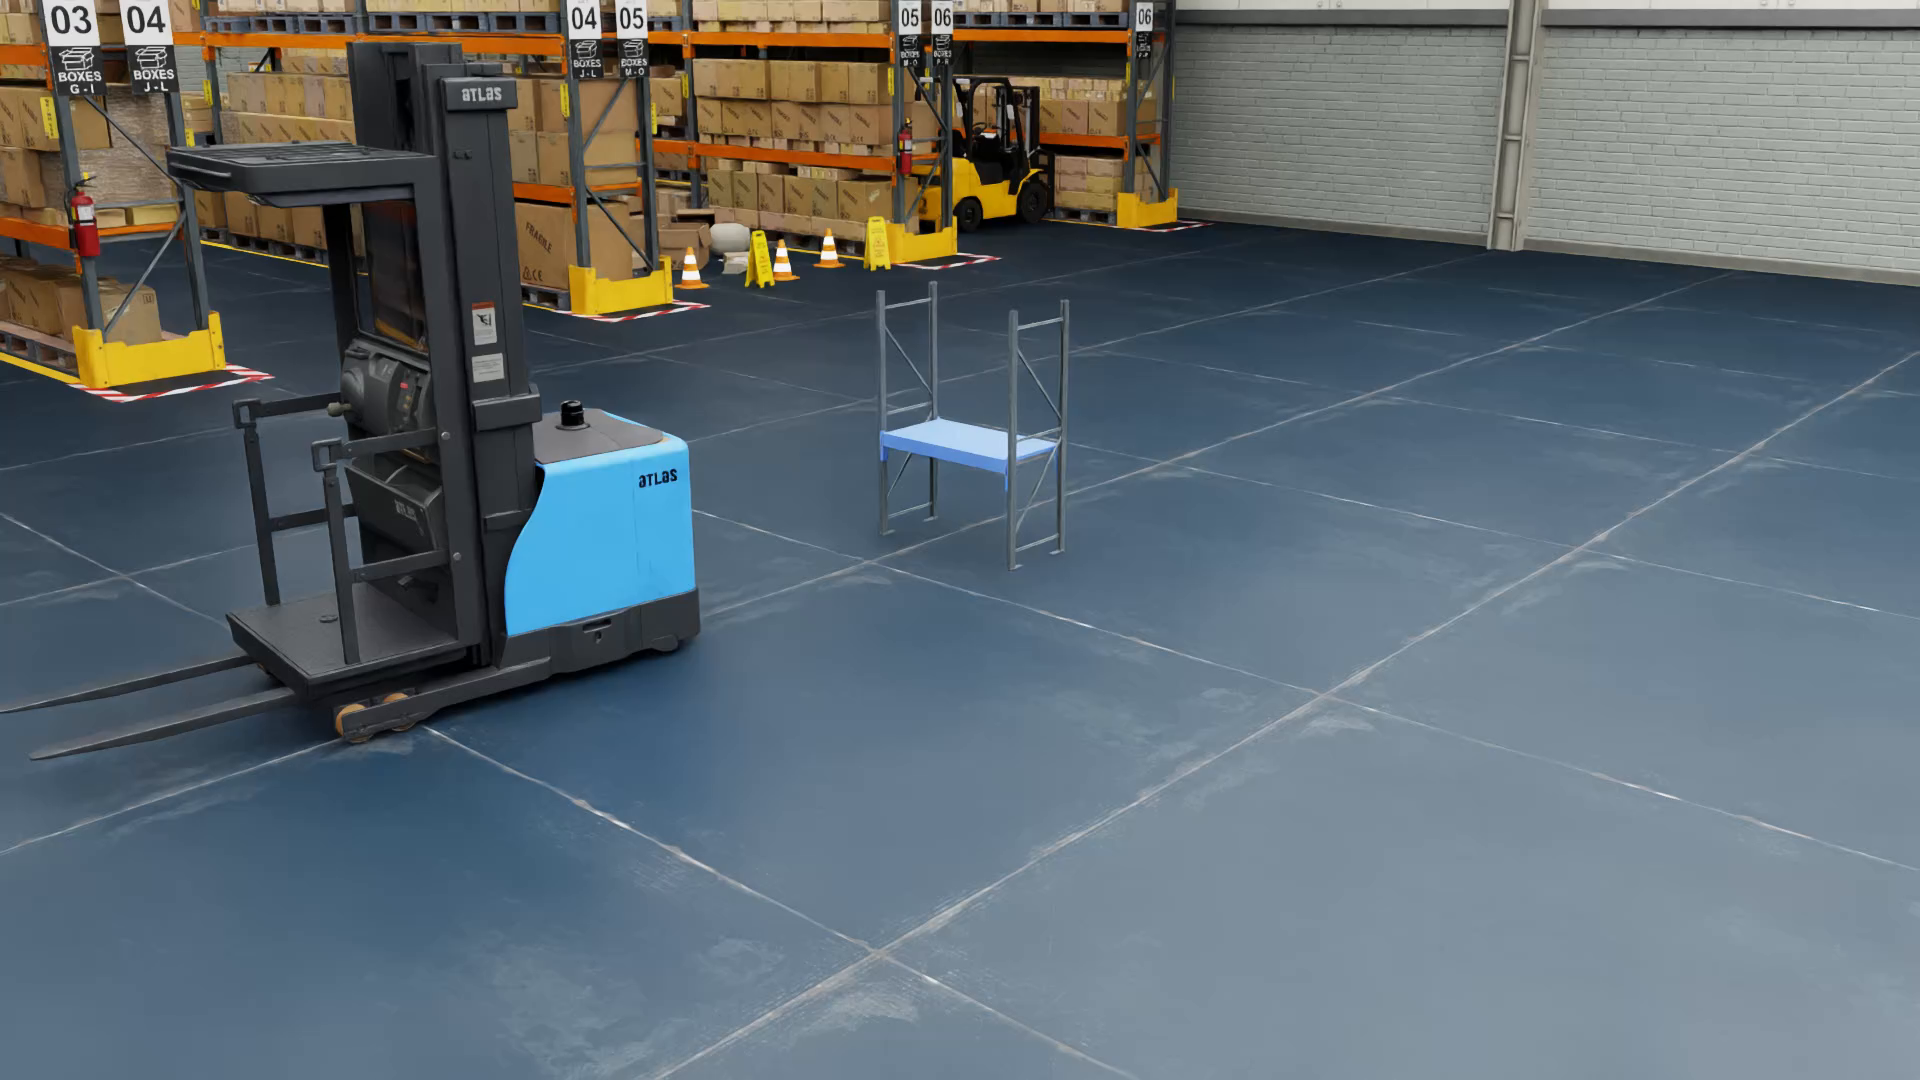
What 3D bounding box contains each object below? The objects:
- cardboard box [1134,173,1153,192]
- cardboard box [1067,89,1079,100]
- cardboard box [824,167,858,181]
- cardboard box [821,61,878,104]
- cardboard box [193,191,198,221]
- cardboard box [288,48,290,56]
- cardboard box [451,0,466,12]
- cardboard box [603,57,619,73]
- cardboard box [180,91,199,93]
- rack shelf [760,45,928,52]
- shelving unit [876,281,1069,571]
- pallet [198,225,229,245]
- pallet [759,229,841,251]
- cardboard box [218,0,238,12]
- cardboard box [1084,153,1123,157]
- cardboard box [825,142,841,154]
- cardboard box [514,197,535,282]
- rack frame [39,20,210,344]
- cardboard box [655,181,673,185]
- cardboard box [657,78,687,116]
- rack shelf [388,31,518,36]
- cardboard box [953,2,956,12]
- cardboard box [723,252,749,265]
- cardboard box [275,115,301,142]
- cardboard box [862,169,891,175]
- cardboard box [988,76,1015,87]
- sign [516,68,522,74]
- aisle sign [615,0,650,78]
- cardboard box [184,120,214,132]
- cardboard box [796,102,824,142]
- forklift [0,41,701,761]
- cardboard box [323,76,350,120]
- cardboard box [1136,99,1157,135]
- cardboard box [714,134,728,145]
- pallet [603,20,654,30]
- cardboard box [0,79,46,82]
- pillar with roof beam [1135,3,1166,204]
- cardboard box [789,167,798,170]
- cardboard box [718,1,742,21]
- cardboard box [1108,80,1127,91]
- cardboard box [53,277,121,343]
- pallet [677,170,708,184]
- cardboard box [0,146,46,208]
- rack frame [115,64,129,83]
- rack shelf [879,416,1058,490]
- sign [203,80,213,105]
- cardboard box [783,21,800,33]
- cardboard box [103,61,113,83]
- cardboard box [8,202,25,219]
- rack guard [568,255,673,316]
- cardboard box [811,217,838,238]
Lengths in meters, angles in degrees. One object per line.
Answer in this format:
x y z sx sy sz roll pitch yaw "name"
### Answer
2.606 -5.501 25.510 0.500 0.250 0.500 16 23 40 "cardboard box"
1.832 -6.757 25.207 0.250 0.149 0.380 15 23 39 "cardboard box"
-1.564 -4.824 21.893 0.250 0.149 0.380 16 24 41 "cardboard box"
-1.373 -5.930 21.528 0.500 0.500 0.700 15 23 40 "cardboard box"
-10.717 -4.760 23.591 0.500 0.500 0.500 16 24 41 "cardboard box"
-12.114 -8.983 30.568 0.250 0.149 0.380 16 23 41 "cardboard box"
-5.296 -5.822 18.094 0.250 0.149 0.380 15 23 40 "cardboard box"
-7.093 -9.428 33.376 0.500 0.500 0.500 14 23 38 "cardboard box"
-11.253 -6.442 24.190 0.250 0.149 0.380 14 22 37 "cardboard box"
-1.668 -8.523 28.239 4.000 0.370 1.077 15 23 39 "rack shelf"
0.064 -0.698 9.831 1.048 1.500 0.538 15 23 39 "shelving unit"
-10.249 -4.402 23.633 1.213 0.211 1.003 15 23 39 "pallet"
-2.021 -4.210 23.028 1.213 0.211 1.003 15 23 39 "pallet"
-9.270 -7.014 21.582 0.500 0.311 0.500 15 23 39 "cardboard box"
2.210 -5.836 25.741 0.500 0.250 0.500 15 23 39 "cardboard box"
-1.547 -5.141 21.769 0.250 0.149 0.380 16 23 40 "cardboard box"
-4.893 -3.452 18.849 0.875 0.875 0.875 15 23 38 "cardboard box"
-7.050 -2.865 14.182 0.127 3.000 1.000 15 23 39 "rack frame"
-4.919 -5.246 25.333 0.625 0.372 0.950 16 24 41 "cardboard box"
-3.962 -6.341 23.782 0.500 0.500 0.500 15 23 38 "cardboard box"
-7.952 -8.202 27.228 4.000 0.370 1.077 15 23 39 "rack shelf"
-0.038 -8.433 26.324 0.250 0.149 0.380 16 23 40 "cardboard box"
-2.793 -3.555 21.067 0.380 0.149 0.250 -6 18 -18 "cardboard box"
-8.379 -5.167 21.268 0.500 0.500 0.500 15 23 39 "cardboard box"
-1.145 -6.363 28.433 0.625 0.625 0.875 15 23 39 "cardboard box"
0.658 -7.200 26.110 0.250 0.149 0.380 15 23 38 "cardboard box"
-6.822 -7.139 25.735 0.005 0.325 0.100 15 23 39 "sign"
-3.430 -5.260 17.430 0.004 0.787 0.394 15 23 39 "aisle sign"
-10.340 -5.649 22.674 0.250 0.149 0.380 16 23 40 "cardboard box"
-1.804 -5.546 21.973 0.500 0.500 0.500 15 23 39 "cardboard box"
-2.763 -0.685 7.423 3.031 2.935 1.130 -14 23 -38 "forklift"
-7.435 -5.496 20.652 0.500 0.500 0.700 15 23 38 "cardboard box"
2.634 -6.441 25.284 0.500 0.500 0.500 16 24 41 "cardboard box"
-3.218 -5.616 23.265 0.250 0.149 0.380 16 24 41 "cardboard box"
-4.633 -7.607 24.473 1.003 0.211 1.213 15 23 39 "pallet"
-8.774 -4.106 15.780 0.500 0.500 0.500 15 23 39 "cardboard box"
0.040 -8.461 21.894 0.400 9.000 9.100 15 23 39 "pillar with roof beam"
-2.462 -4.998 23.513 0.500 0.500 0.500 16 23 40 "cardboard box"
-2.925 -7.159 22.508 0.500 0.250 0.500 15 23 39 "cardboard box"
2.412 -6.754 24.706 0.250 0.149 0.380 15 23 39 "cardboard box"
-7.976 -2.116 15.257 0.500 0.500 0.500 -11 21 -31 "cardboard box"
-4.605 -6.912 31.542 1.213 0.211 1.003 15 23 39 "pallet"
-7.897 -3.245 14.720 0.500 0.500 0.875 15 23 39 "cardboard box"
-12.657 -6.377 25.246 0.127 3.000 1.000 15 23 39 "rack frame"
0.064 -0.526 9.885 1.000 0.185 0.538 15 23 39 "rack shelf"
-10.019 -5.963 22.159 0.005 0.325 0.100 15 23 39 "sign"
-2.103 -6.724 21.797 0.250 0.149 0.380 15 23 39 "cardboard box"
-13.189 -7.076 25.139 0.500 0.500 0.500 14 22 37 "cardboard box"
-8.346 -3.003 15.032 0.250 0.149 0.380 15 23 39 "cardboard box"
-3.664 -2.771 18.017 0.348 0.500 1.175 15 23 39 "rack guard"
-1.637 -4.204 22.252 0.500 0.250 0.500 15 23 39 "cardboard box"
